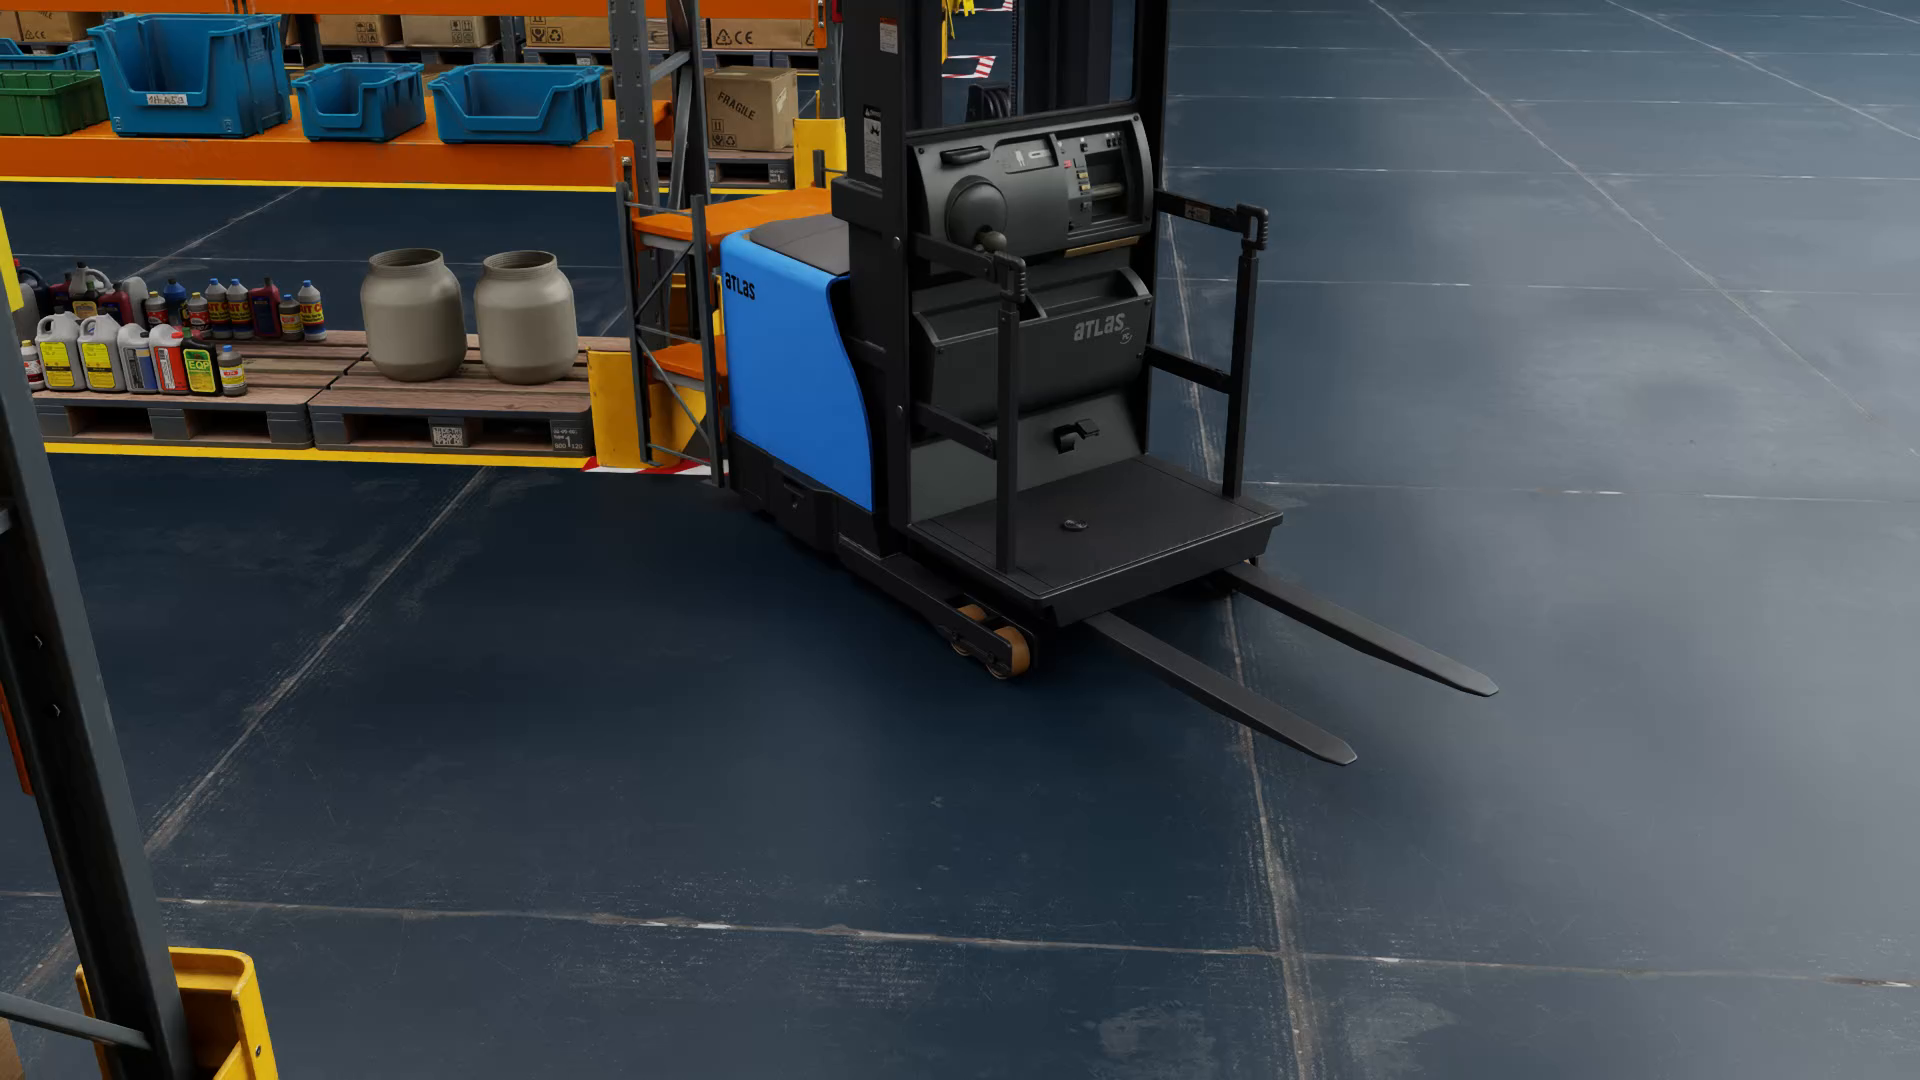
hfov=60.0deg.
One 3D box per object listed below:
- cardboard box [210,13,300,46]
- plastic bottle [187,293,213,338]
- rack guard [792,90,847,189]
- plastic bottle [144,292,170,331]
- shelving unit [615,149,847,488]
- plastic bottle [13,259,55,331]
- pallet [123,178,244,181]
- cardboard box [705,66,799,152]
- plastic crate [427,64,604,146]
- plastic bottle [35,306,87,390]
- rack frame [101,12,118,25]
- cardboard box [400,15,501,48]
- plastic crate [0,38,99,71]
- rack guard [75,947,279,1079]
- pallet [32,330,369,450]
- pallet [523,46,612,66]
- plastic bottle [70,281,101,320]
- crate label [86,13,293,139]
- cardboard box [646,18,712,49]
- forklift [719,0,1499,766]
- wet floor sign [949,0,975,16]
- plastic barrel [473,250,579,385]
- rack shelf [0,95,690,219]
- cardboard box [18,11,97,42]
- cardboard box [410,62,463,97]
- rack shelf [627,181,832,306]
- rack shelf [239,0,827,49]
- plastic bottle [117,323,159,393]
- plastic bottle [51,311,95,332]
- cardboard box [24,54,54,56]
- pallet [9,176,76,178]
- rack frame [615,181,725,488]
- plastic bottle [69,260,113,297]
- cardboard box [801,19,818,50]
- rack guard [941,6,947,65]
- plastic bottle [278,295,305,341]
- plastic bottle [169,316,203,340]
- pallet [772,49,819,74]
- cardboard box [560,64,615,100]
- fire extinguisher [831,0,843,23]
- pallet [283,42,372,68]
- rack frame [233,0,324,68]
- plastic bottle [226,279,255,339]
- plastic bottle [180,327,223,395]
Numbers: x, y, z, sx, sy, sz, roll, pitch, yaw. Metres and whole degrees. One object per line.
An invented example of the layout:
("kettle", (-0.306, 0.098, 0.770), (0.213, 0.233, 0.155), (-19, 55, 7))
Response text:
("cardboard box", (-6.873, -5.390, 16.565), (0.750, 0.750, 1.050), (2, 25, 5))
("plastic bottle", (-3.553, -1.054, 7.775), (0.097, 0.201, 0.097), (0, 25, 0))
("rack guard", (-0.925, -2.852, 11.850), (0.348, 0.500, 1.175), (2, 25, 4))
("plastic bottle", (-3.758, -1.061, 7.789), (0.097, 0.201, 0.097), (0, 25, 0))
("shelving unit", (-0.768, -0.929, 6.747), (0.538, 1.125, 1.048), (18, 28, 40))
("plastic bottle", (-4.362, -1.138, 7.778), (0.185, 0.351, 0.144), (1, 25, 1))
("pallet", (-5.614, -2.870, 12.236), (1.213, 0.211, 1.003), (2, 25, 4))
("cardboard box", (-1.471, -3.067, 11.815), (0.500, 0.500, 0.500), (6, 25, 14))
("plastic crate", (-1.751, -1.744, 6.630), (0.616, 0.251, 0.499), (2, 25, 4))
("plastic bottle", (-3.832, -0.827, 7.101), (0.185, 0.351, 0.144), (2, 25, 4))
("rack frame", (-8.346, -6.305, 16.364), (0.127, 3.000, 1.000), (2, 25, 4))
("cardboard box", (-4.983, -5.328, 16.430), (0.750, 0.750, 1.050), (2, 25, 4))
("plastic crate", (-4.093, -2.059, 7.314), (0.616, 0.251, 0.499), (2, 25, 4))
("rack guard", (-1.588, 1.280, 2.870), (0.348, 0.500, 1.175), (2, 25, 4))
("pallet", (-3.331, -0.705, 7.530), (1.213, 0.211, 1.003), (2, 25, 4))
("pallet", (-3.605, -4.853, 16.545), (1.213, 0.211, 1.003), (2, 25, 4))
("plastic bottle", (-4.022, -1.054, 7.675), (0.133, 0.283, 0.061), (2, 25, 4))
("crate label", (-3.085, -1.883, 6.711), (0.616, 0.435, 0.502), (2, 25, 4))
("cardboard box", (-2.837, -5.326, 16.276), (0.875, 0.875, 0.875), (2, 25, 4))
("forklift", (0.378, -1.121, 5.179), (1.130, 2.935, 3.031), (-17, 30, -33))
("wet floor sign", (0.017, -6.594, 19.808), (0.232, 0.644, 0.267), (11, 27, 22))
("plastic barrel", (-1.891, -0.970, 7.244), (0.421, 0.512, 0.421), (0, 25, 0))
("rack shelf", (-3.223, -1.658, 7.125), (4.000, 0.370, 1.077), (2, 25, 4))
("cardboard box", (-9.022, -5.272, 16.607), (0.500, 0.500, 0.500), (2, 25, 4))
("cardboard box", (-3.870, -3.124, 11.938), (0.500, 0.500, 0.500), (10, 27, 21))
("rack shelf", (-0.773, -1.201, 6.640), (0.538, 0.278, 1.000), (18, 28, 40))
("rack shelf", (-2.844, -3.722, 11.611), (4.000, 0.370, 1.077), (2, 25, 4))
("plastic bottle", (-3.481, -0.783, 7.096), (0.135, 0.276, 0.152), (1, 25, 3))
("plastic bottle", (-3.846, -0.855, 7.252), (0.135, 0.276, 0.152), (2, 25, 4))
("cardboard box", (-7.037, -3.264, 12.220), (0.500, 0.500, 0.700), (4, 25, 8))
("pallet", (-6.834, -2.908, 12.318), (1.213, 0.211, 1.003), (2, 25, 4))
("rack frame", (-1.115, -0.787, 6.403), (0.500, 1.125, 0.032), (18, 28, 40))
("plastic bottle", (-4.039, -1.128, 7.756), (0.185, 0.351, 0.144), (2, 25, 4))
("cardboard box", (-1.050, -5.269, 16.151), (0.875, 0.875, 0.875), (2, 25, 4))
("rack guard", (-0.345, -4.913, 16.328), (0.348, 0.500, 1.175), (2, 25, 4))
("plastic bottle", (-3.116, -1.040, 7.744), (0.097, 0.201, 0.097), (0, 25, 0))
("plastic bottle", (-3.335, -0.826, 7.181), (0.133, 0.283, 0.061), (2, 25, 4))
("pallet", (-1.172, -4.775, 16.375), (1.213, 0.211, 1.003), (2, 25, 4))
("cardboard box", (-2.692, -3.100, 11.886), (0.500, 0.500, 0.500), (4, 25, 9))
("fire extinguisher", (-0.771, -3.754, 10.913), (0.183, 0.674, 0.296), (2, 25, 4))
("pallet", (-6.352, -4.941, 16.736), (1.213, 0.211, 1.003), (2, 25, 4))
("rack frame", (-4.838, -4.113, 11.600), (0.127, 3.000, 1.000), (2, 25, 4))
("plastic bottle", (-3.354, -1.080, 7.746), (0.097, 0.271, 0.097), (0, 25, 0))
("plastic bottle", (-3.211, -0.759, 7.034), (0.133, 0.283, 0.061), (2, 25, 5))
